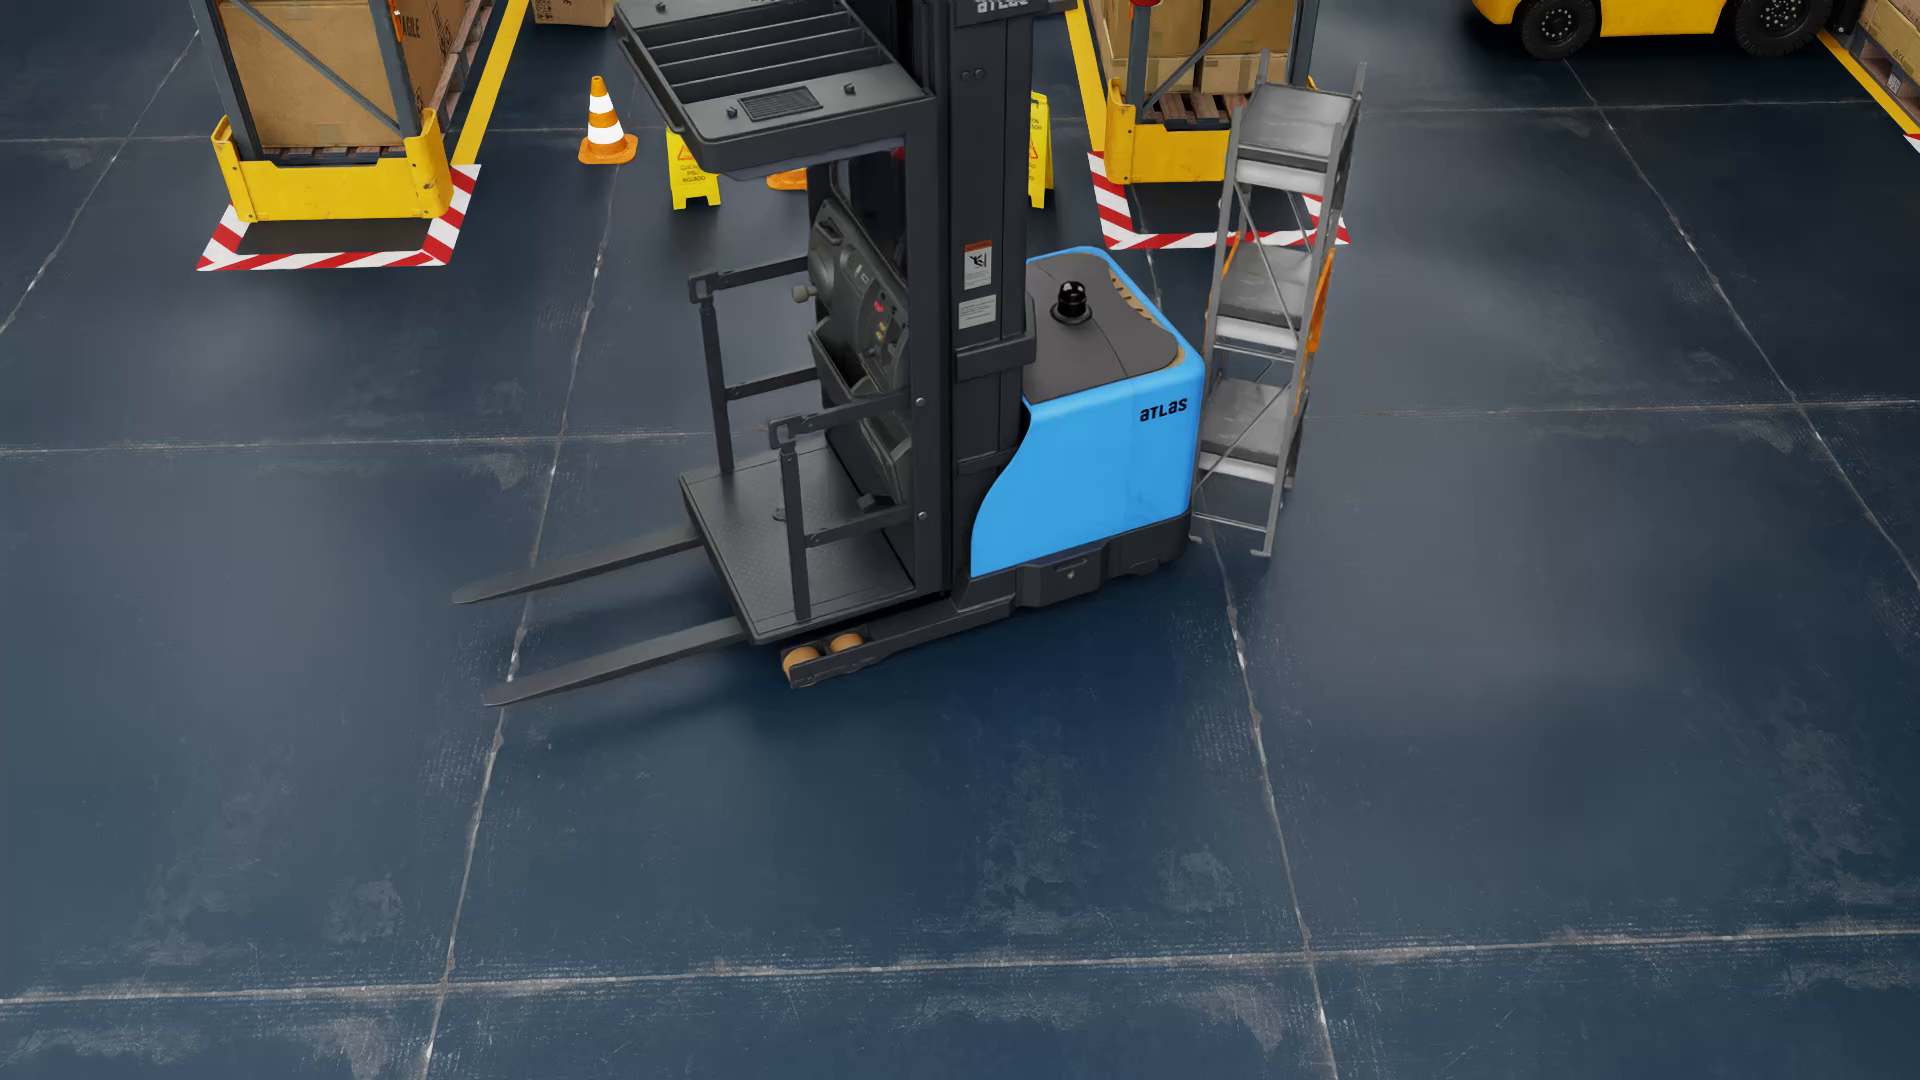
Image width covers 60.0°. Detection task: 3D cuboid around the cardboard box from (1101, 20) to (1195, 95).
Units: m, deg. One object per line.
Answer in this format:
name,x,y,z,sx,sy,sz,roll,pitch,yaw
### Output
cardboard box,1.139,-2.945,10.117,0.500,0.250,0.500,-2,43,-2

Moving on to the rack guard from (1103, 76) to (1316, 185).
rack guard,1.440,-2.379,9.626,1.175,0.500,0.348,-2,43,-2

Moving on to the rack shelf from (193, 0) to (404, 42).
rack shelf,-3.583,-4.124,10.212,1.077,0.370,4.000,-2,43,-2

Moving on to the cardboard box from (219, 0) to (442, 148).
cardboard box,-3.593,-2.867,9.569,0.875,0.875,0.875,-1,43,-2

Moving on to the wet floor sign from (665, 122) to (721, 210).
wet floor sign,-1.519,-2.209,9.332,0.267,0.644,0.232,-8,43,-9

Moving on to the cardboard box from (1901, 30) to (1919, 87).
cardboard box,6.066,-2.844,10.007,0.500,0.250,0.500,-1,43,-1

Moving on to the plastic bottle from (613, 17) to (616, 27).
plastic bottle,-2.170,-3.482,11.153,0.283,0.061,0.133,-16,45,-16

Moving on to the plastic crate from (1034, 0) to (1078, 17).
plastic crate,0.520,-3.790,11.476,0.402,0.080,0.583,-16,45,-16

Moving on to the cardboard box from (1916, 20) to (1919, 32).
cardboard box,6.069,-3.040,9.850,0.500,0.250,0.500,-2,43,-2

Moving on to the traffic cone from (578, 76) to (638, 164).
traffic cone,-2.102,-2.503,9.788,0.336,0.463,0.334,-2,43,-2

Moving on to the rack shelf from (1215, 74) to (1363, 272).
rack shelf,1.258,-1.408,6.366,0.431,0.518,0.480,13,44,14

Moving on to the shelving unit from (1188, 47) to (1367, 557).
shelving unit,1.258,-0.902,6.830,0.431,2.100,0.503,13,44,14

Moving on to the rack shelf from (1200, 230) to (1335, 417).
rack shelf,1.258,-0.892,6.839,0.431,0.518,0.480,13,44,14

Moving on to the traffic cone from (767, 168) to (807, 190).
traffic cone,-0.959,-2.306,9.573,0.336,0.463,0.334,-2,43,-2

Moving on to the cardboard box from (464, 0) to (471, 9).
cardboard box,-3.669,-4.076,10.889,0.875,0.875,0.875,-1,43,-1

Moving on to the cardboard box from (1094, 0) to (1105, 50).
cardboard box,1.126,-3.279,10.481,0.500,0.250,0.500,-1,43,-2

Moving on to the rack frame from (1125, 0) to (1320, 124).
rack frame,1.443,-3.250,8.725,1.000,3.000,0.127,-2,43,-2

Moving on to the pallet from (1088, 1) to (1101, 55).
pallet,1.392,-3.644,11.219,1.003,0.211,1.213,-2,43,-2

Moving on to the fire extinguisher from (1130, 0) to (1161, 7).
fire extinguisher,0.987,-3.131,8.652,0.296,0.674,0.183,-2,43,-2

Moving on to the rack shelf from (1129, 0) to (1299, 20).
rack shelf,1.358,-4.335,10.441,1.077,0.370,4.000,-2,43,-2

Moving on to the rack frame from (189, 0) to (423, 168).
rack frame,-3.498,-3.039,8.496,1.000,3.000,0.127,-2,43,-2

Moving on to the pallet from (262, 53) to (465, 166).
pallet,-3.611,-2.549,10.024,1.003,0.211,1.213,-2,43,-2

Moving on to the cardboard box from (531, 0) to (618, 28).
cardboard box,-2.577,-3.801,11.174,0.500,0.500,0.500,5,43,6

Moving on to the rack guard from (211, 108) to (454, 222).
rack guard,-3.497,-2.102,9.323,1.175,0.500,0.348,-2,43,-2

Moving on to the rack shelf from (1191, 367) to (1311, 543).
rack shelf,1.258,-0.376,7.312,0.431,0.518,0.480,13,44,14

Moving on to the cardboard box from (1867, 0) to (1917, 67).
cardboard box,6.055,-3.180,10.373,0.500,0.250,0.500,-2,43,-2

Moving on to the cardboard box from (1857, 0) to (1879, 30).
cardboard box,6.042,-3.518,10.742,0.500,0.250,0.500,-1,43,-1

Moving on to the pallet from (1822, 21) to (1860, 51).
pallet,6.279,-3.703,11.284,1.003,0.211,1.213,-2,43,-2

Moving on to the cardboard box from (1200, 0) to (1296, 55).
cardboard box,1.683,-3.236,9.879,0.500,0.500,0.500,-3,43,-3

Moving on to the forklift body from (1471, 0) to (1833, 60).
forklift body,4.499,-4.310,10.509,2.313,2.155,1.214,-2,43,-2

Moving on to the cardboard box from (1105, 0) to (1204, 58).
cardboard box,1.148,-3.201,9.841,0.500,0.500,0.500,-1,43,-2

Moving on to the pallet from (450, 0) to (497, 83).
pallet,-3.659,-3.371,10.921,1.003,0.211,1.213,-2,43,-2

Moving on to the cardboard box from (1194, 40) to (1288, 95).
cardboard box,1.685,-2.943,10.115,0.500,0.250,0.500,-2,43,-2

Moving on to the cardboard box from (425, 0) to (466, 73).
cardboard box,-3.633,-3.461,10.217,0.875,0.875,0.875,-2,43,-2

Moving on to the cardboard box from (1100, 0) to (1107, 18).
cardboard box,1.123,-3.553,10.225,0.500,0.500,0.500,0,43,0

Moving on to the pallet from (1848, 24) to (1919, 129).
pallet,6.328,-2.882,10.387,1.003,0.211,1.213,-2,43,-2

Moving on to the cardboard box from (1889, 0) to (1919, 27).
cardboard box,6.058,-3.379,10.220,0.500,0.250,0.500,-2,43,-2

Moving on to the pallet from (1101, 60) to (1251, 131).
pallet,1.440,-2.822,10.323,1.003,0.211,1.213,-2,43,-2

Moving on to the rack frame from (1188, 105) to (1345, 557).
rack frame,1.177,-0.747,6.660,0.400,2.100,0.015,13,44,14

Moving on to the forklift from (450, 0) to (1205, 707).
forklift,-0.571,-0.892,6.204,3.031,2.935,1.130,-16,45,-17

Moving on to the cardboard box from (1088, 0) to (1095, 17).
cardboard box,1.098,-3.632,10.866,0.500,0.250,0.500,-3,43,-3

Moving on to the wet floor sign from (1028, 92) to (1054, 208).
wet floor sign,0.382,-2.223,9.347,0.267,0.644,0.232,12,44,13

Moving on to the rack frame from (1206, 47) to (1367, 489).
rack frame,1.339,-1.058,7.000,0.400,2.100,0.015,13,44,14
